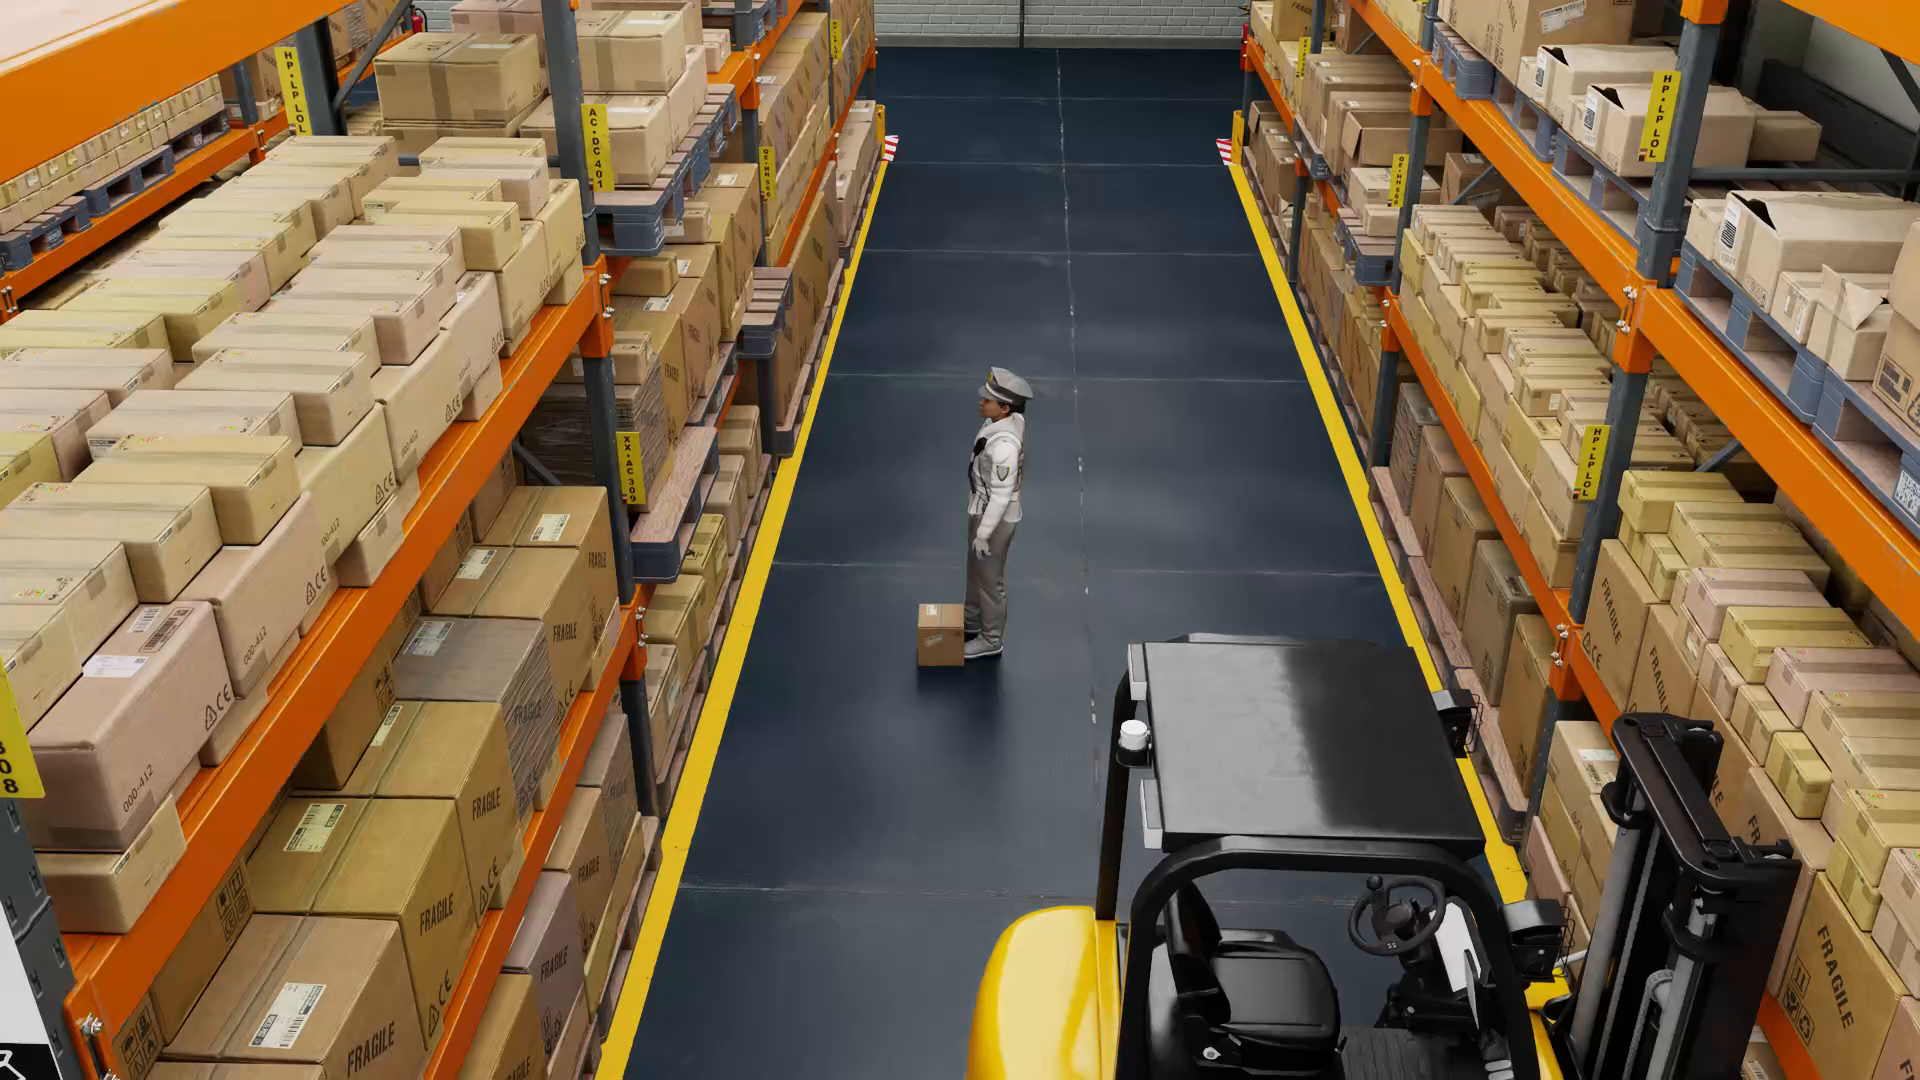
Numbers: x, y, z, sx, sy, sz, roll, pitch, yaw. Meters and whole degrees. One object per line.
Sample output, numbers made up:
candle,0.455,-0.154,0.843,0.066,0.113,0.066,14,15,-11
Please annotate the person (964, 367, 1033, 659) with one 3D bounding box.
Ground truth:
person,0.106,-0.133,8.816,0.533,1.697,0.588,1,28,2
